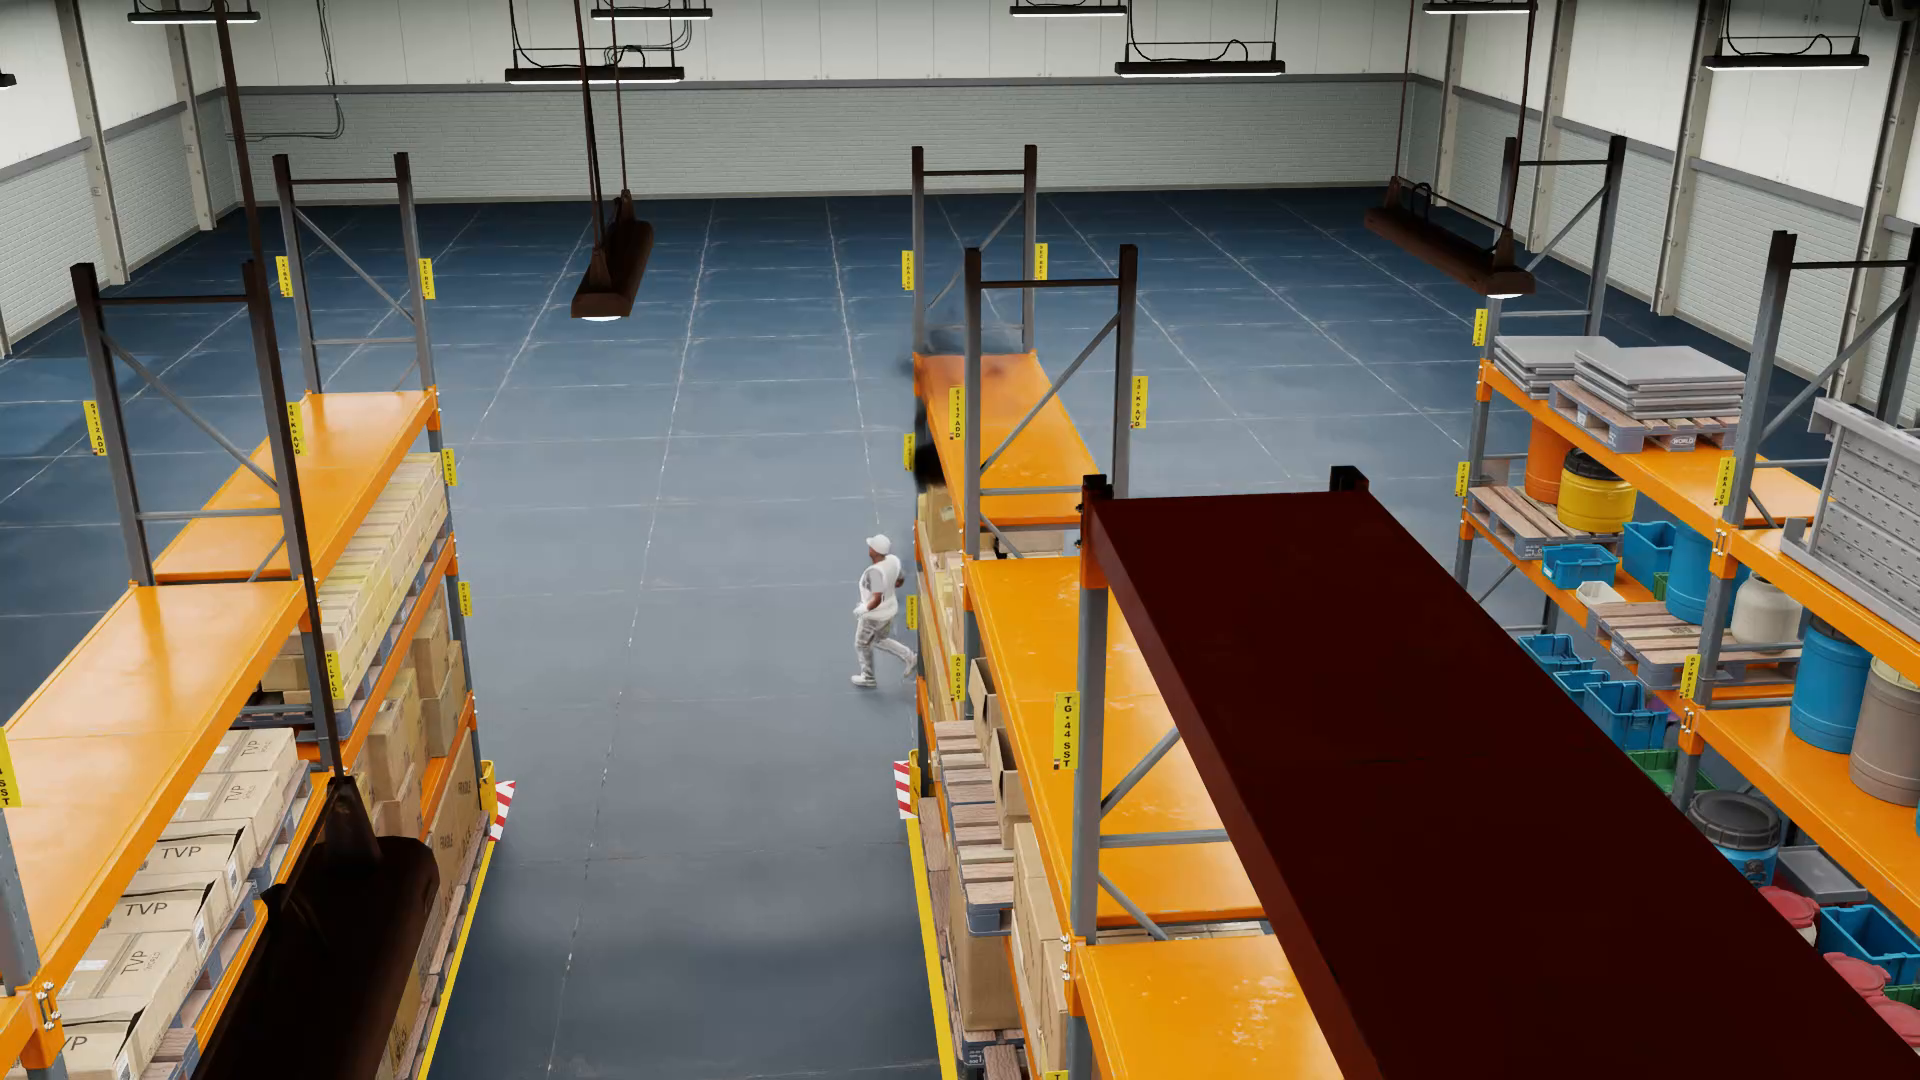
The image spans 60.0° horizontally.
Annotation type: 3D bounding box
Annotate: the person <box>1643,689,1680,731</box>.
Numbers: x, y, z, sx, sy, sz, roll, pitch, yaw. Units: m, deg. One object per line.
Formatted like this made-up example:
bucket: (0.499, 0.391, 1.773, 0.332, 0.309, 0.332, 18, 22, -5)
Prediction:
person: (6.540, 1.631, 15.438, 0.532, 1.524, 0.559, -5, 22, -12)

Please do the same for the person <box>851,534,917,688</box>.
person: (-0.807, 0.765, 17.343, 0.803, 1.752, 0.692, 11, 24, 26)
